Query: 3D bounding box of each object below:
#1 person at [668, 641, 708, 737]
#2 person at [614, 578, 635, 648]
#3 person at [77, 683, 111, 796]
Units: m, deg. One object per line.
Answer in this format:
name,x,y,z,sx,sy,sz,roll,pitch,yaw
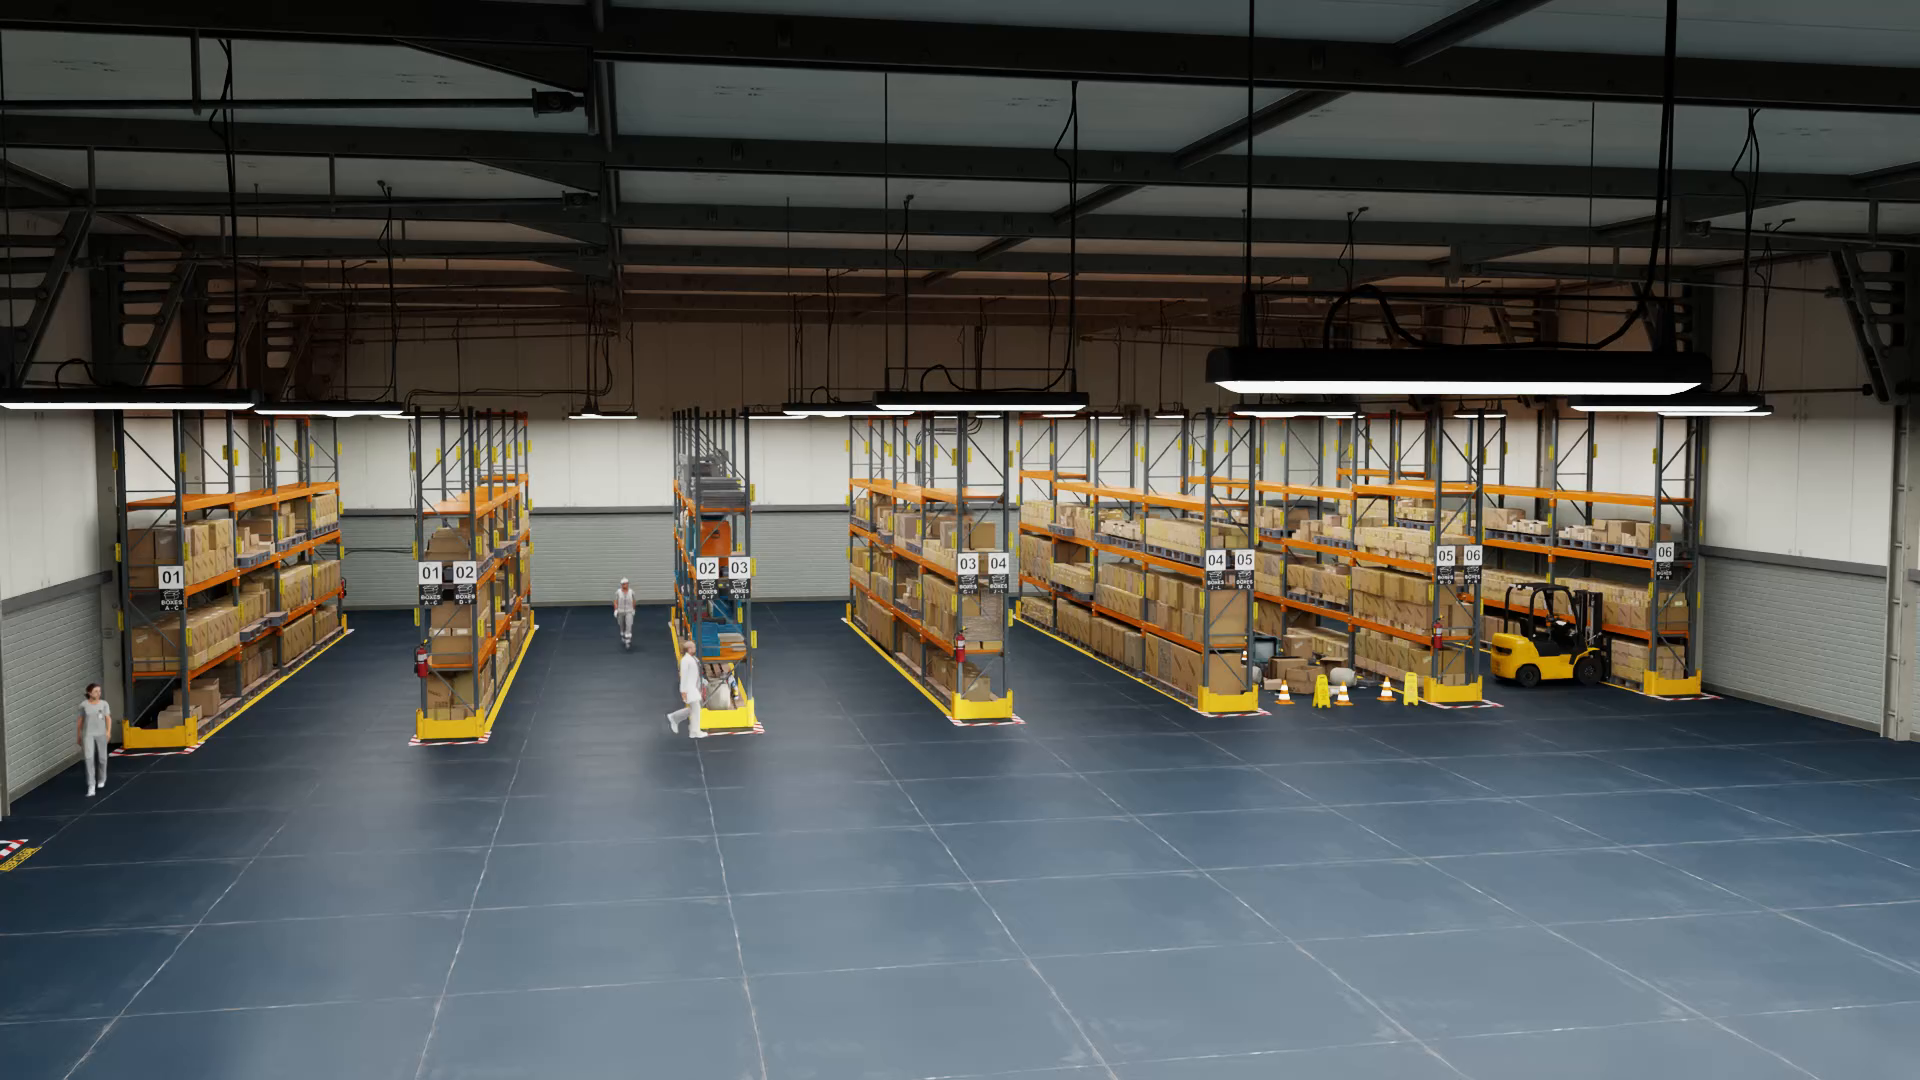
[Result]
person,-4.943,2.695,30.172,0.846,1.744,0.624,1,4,14
person,-8.512,1.836,42.185,0.534,1.725,1.068,-1,4,-8
person,-13.396,3.070,25.786,0.469,1.663,0.762,-3,5,-35
